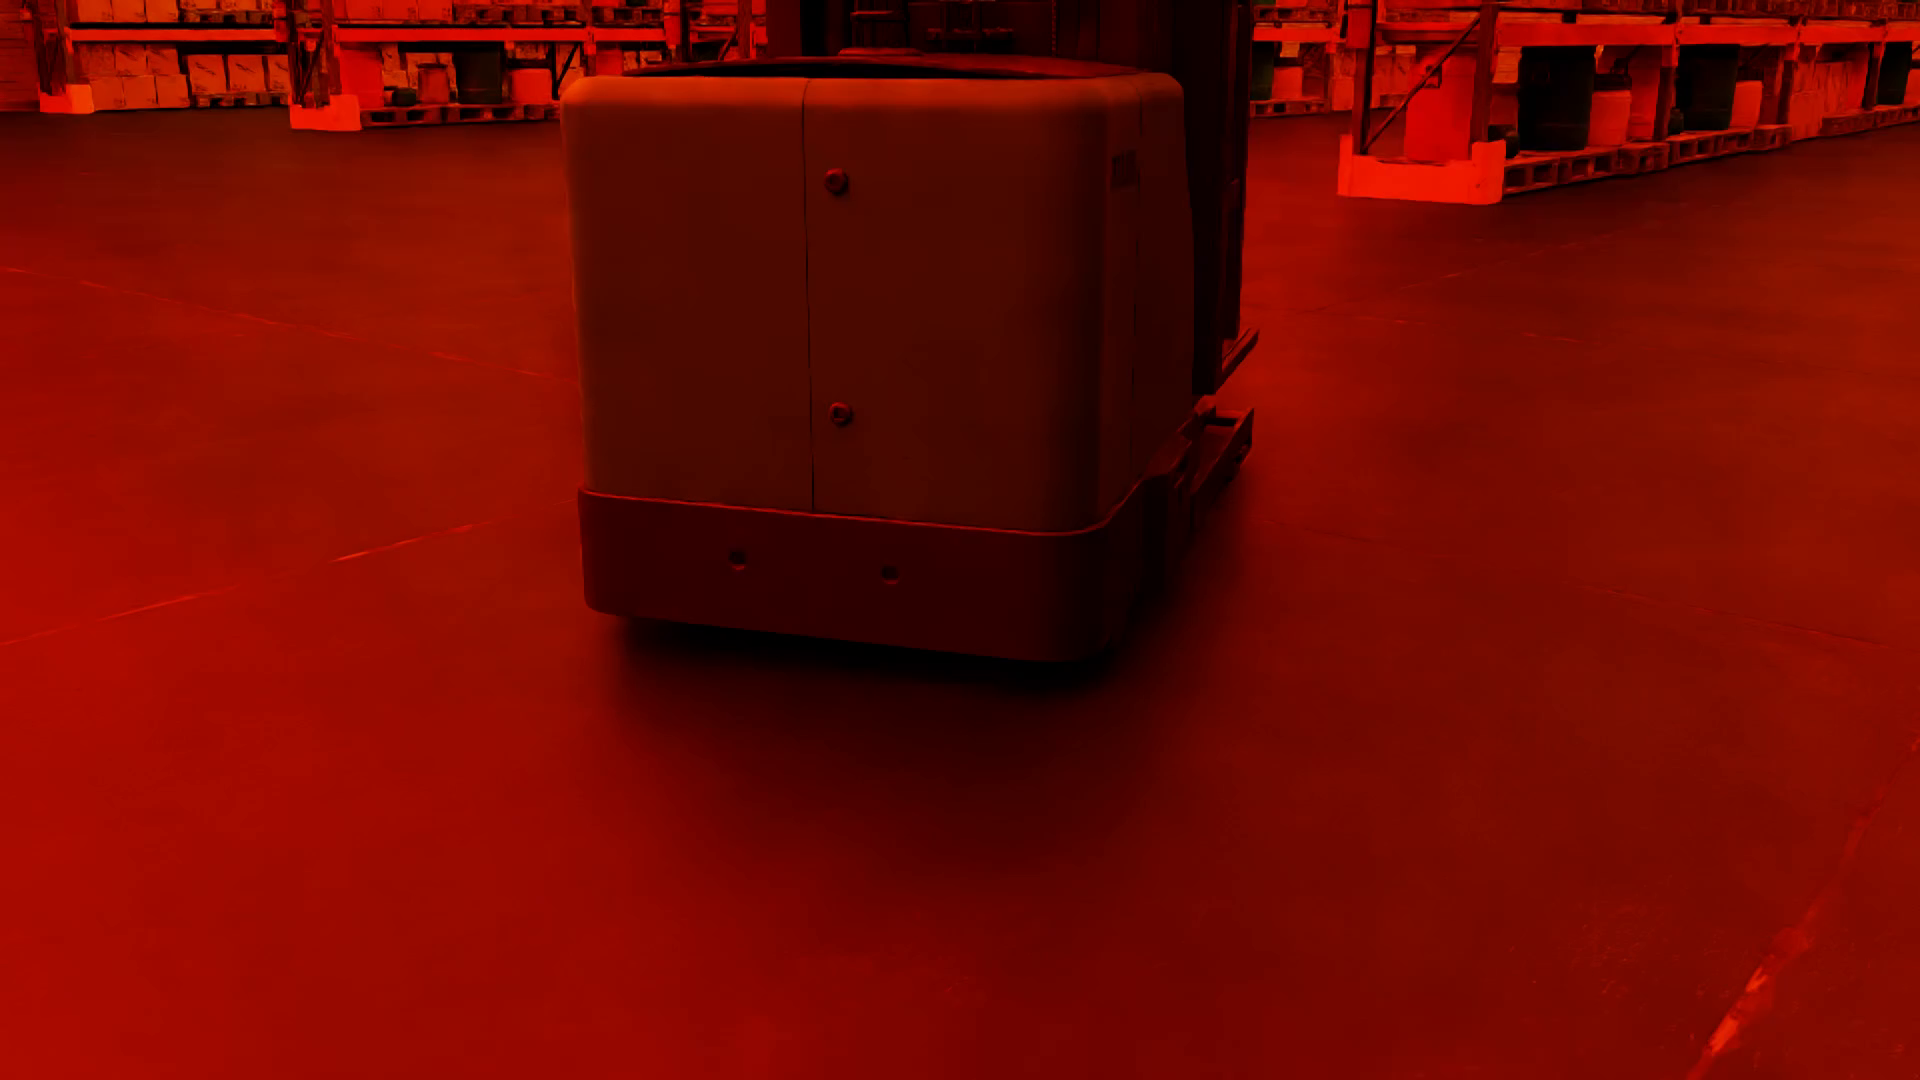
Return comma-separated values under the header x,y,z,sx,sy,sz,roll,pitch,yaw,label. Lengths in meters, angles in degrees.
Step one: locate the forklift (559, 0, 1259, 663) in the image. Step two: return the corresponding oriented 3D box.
x,y,z,sx,sy,sz,roll,pitch,yaw,label
0.182,-1.571,4.072,1.130,2.935,3.031,5,18,17,forklift
